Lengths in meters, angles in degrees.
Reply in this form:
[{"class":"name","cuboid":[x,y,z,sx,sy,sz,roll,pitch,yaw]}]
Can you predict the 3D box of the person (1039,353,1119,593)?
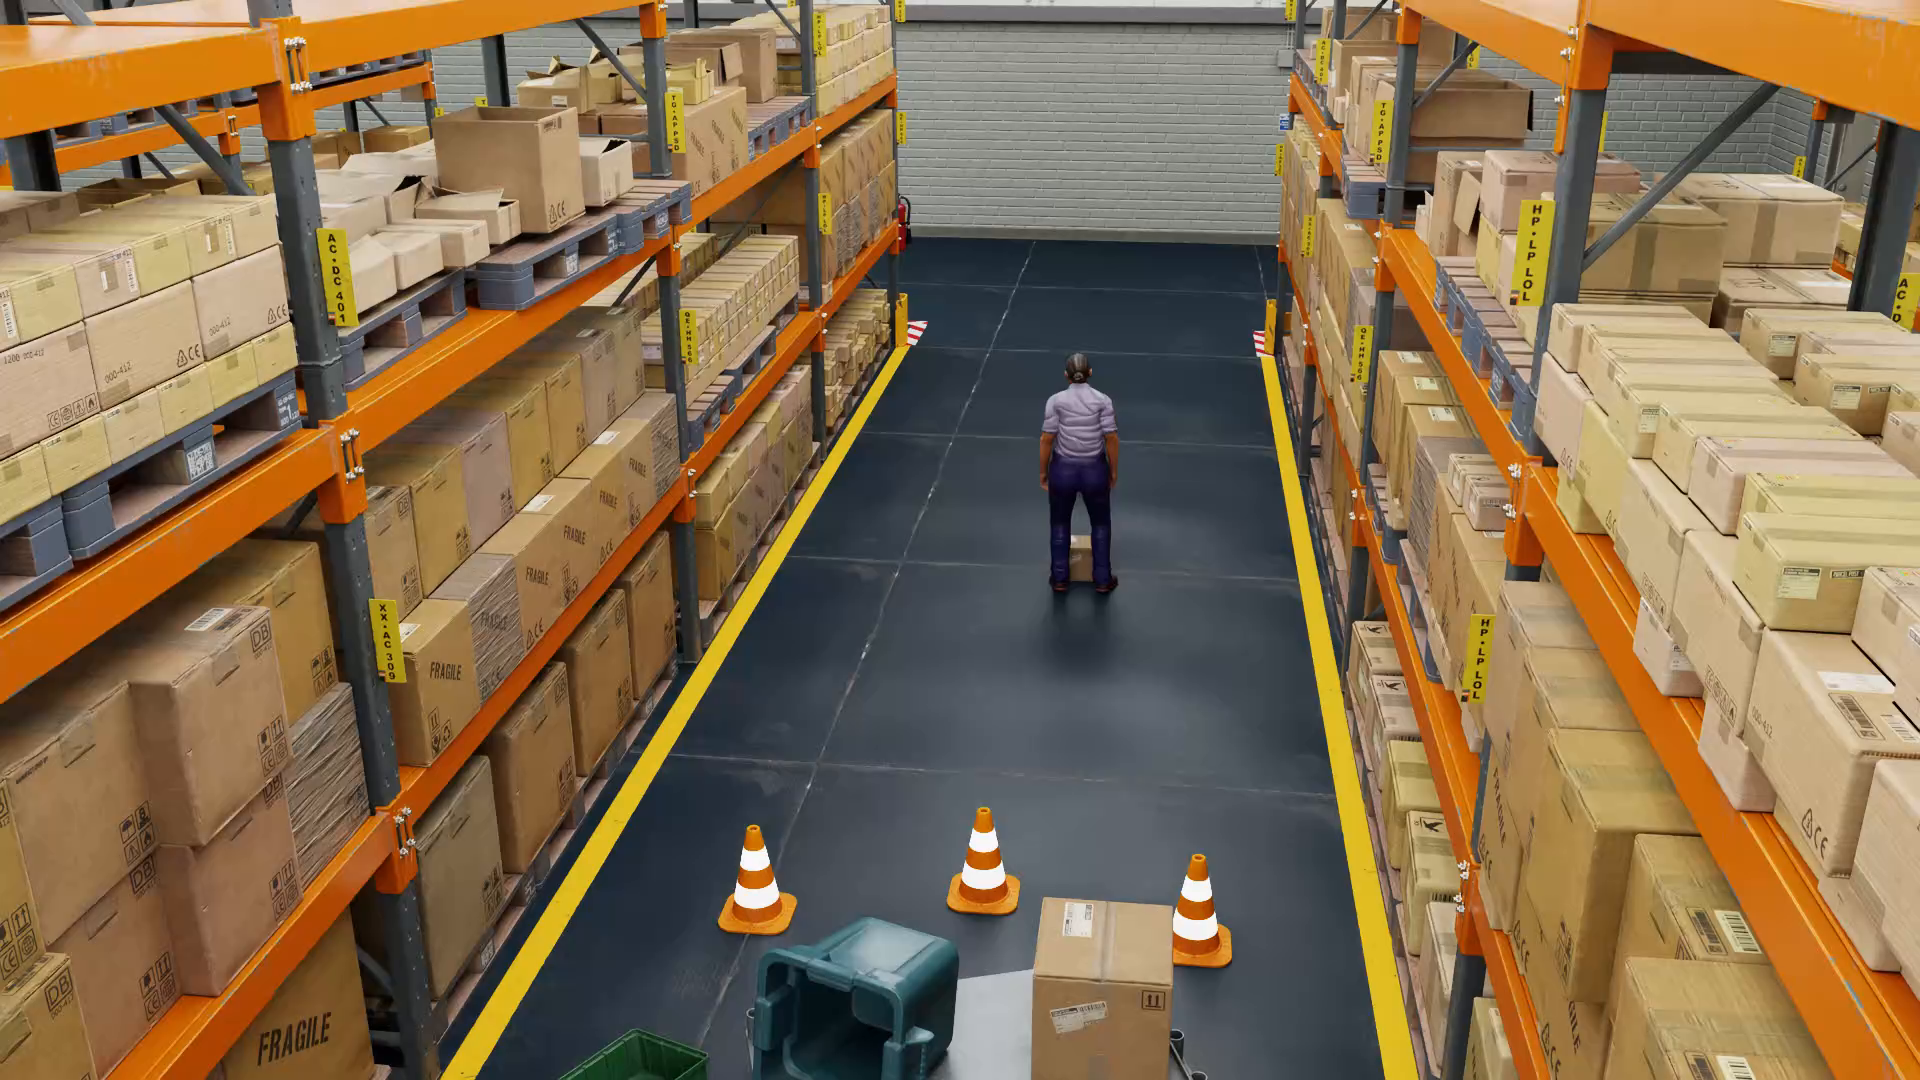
[{"class":"person","cuboid":[0.815,-0.440,11.221,0.564,1.651,0.376,1,21,3]}]
